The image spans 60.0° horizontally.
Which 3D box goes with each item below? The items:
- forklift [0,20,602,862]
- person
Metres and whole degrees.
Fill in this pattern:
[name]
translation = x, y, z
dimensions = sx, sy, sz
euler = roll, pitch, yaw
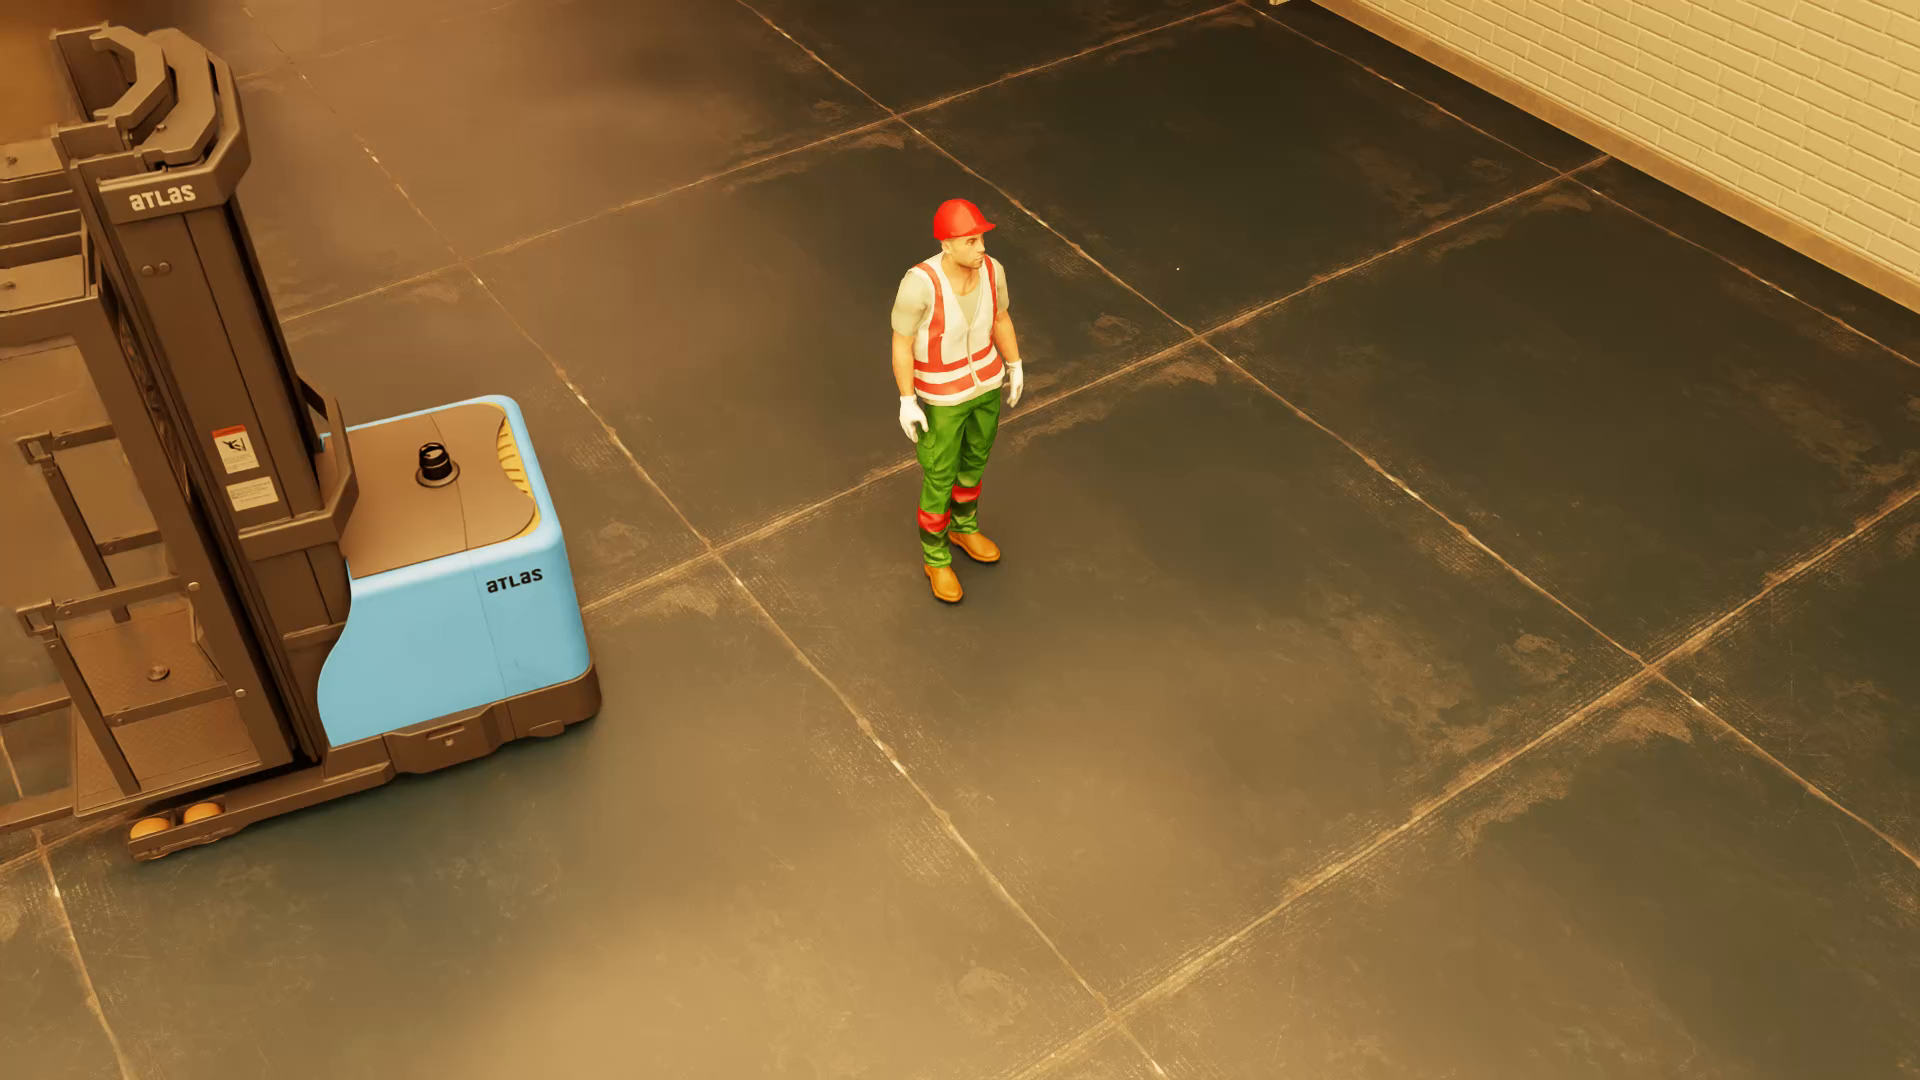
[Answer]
[forklift]
translation = -3.082, -0.237, 5.973
dimensions = 3.031, 2.935, 1.130
euler = -16, 45, -16
[person]
translation = 0.036, -0.614, 7.213
dimensions = 0.637, 1.790, 0.562
euler = -25, 48, -25
